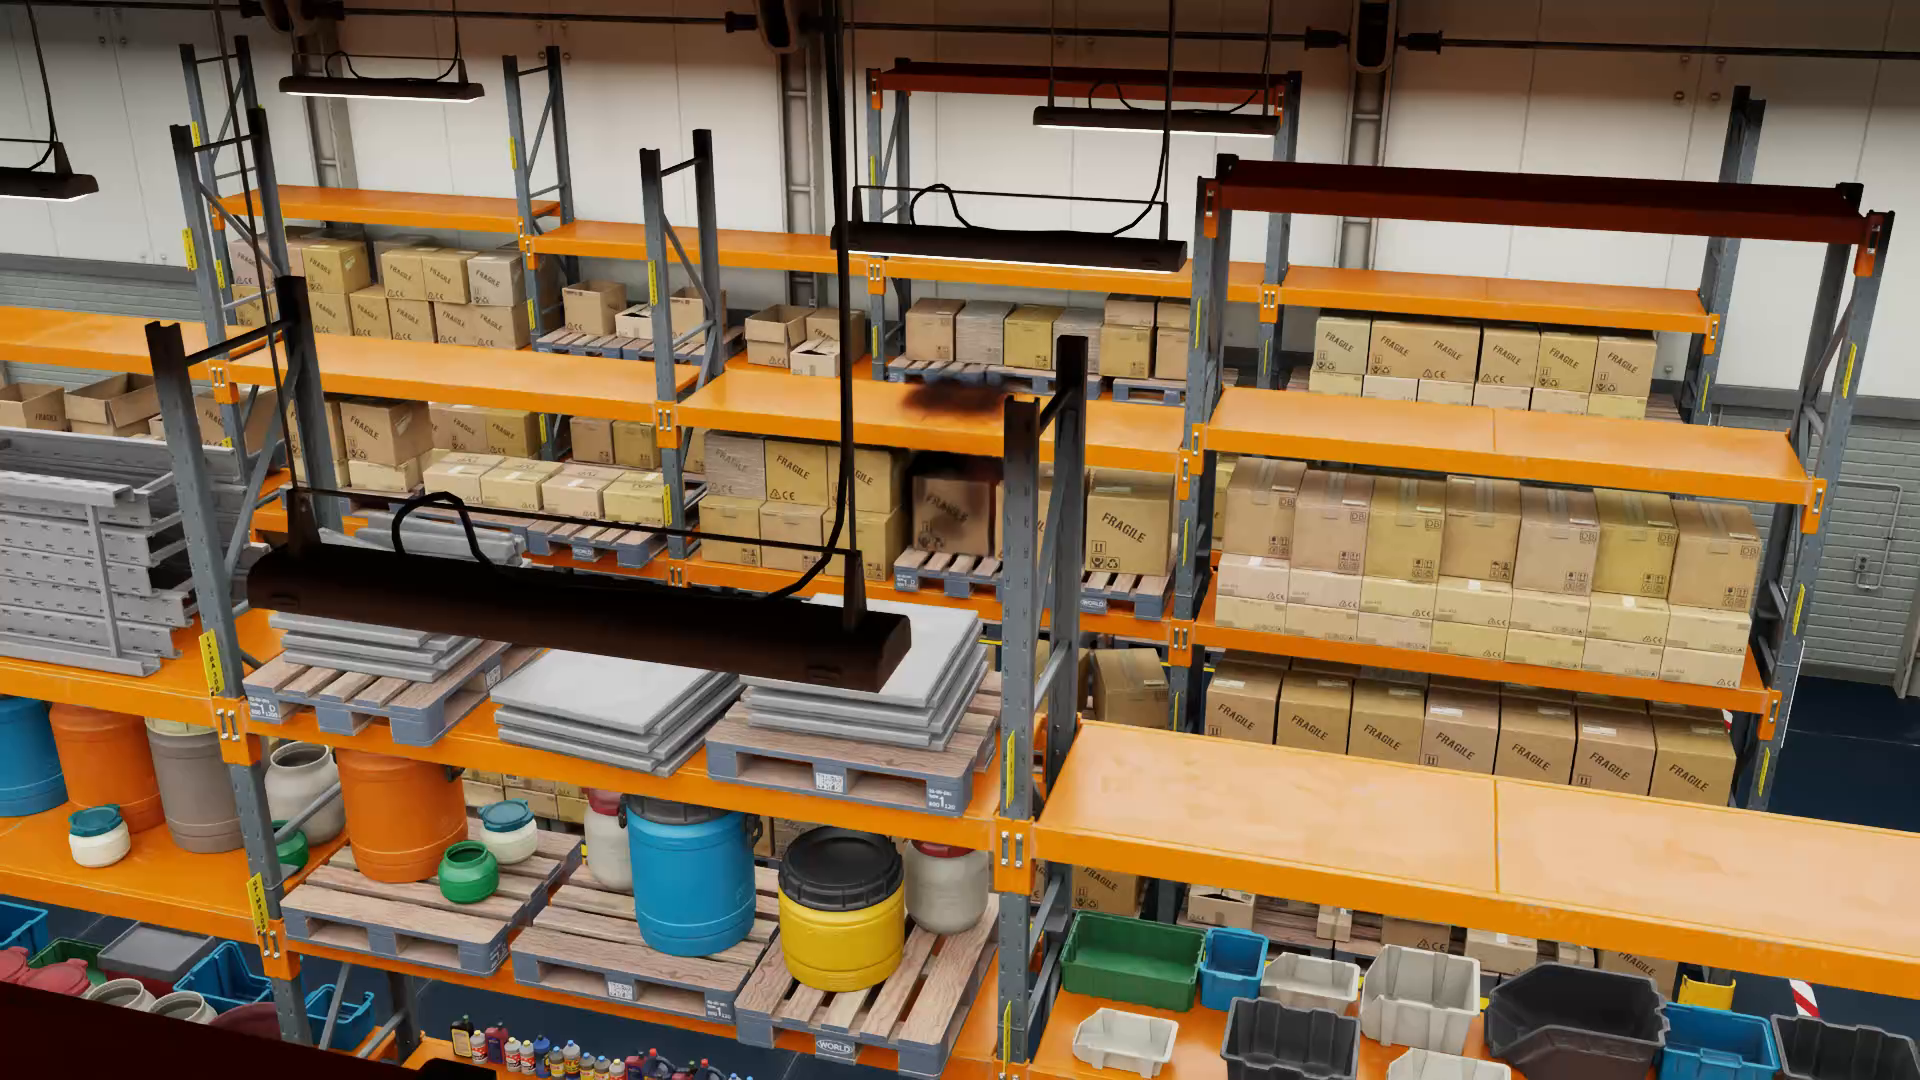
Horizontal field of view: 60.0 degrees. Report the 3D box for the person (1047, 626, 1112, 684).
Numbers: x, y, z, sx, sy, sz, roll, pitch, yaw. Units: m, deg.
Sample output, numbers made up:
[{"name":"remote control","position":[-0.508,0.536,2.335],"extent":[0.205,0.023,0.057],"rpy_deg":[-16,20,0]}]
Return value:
[{"name":"person","position":[1.217,0.842,16.619],"extent":[0.611,1.673,0.555],"rpy_deg":[-6,23,-13]}]
